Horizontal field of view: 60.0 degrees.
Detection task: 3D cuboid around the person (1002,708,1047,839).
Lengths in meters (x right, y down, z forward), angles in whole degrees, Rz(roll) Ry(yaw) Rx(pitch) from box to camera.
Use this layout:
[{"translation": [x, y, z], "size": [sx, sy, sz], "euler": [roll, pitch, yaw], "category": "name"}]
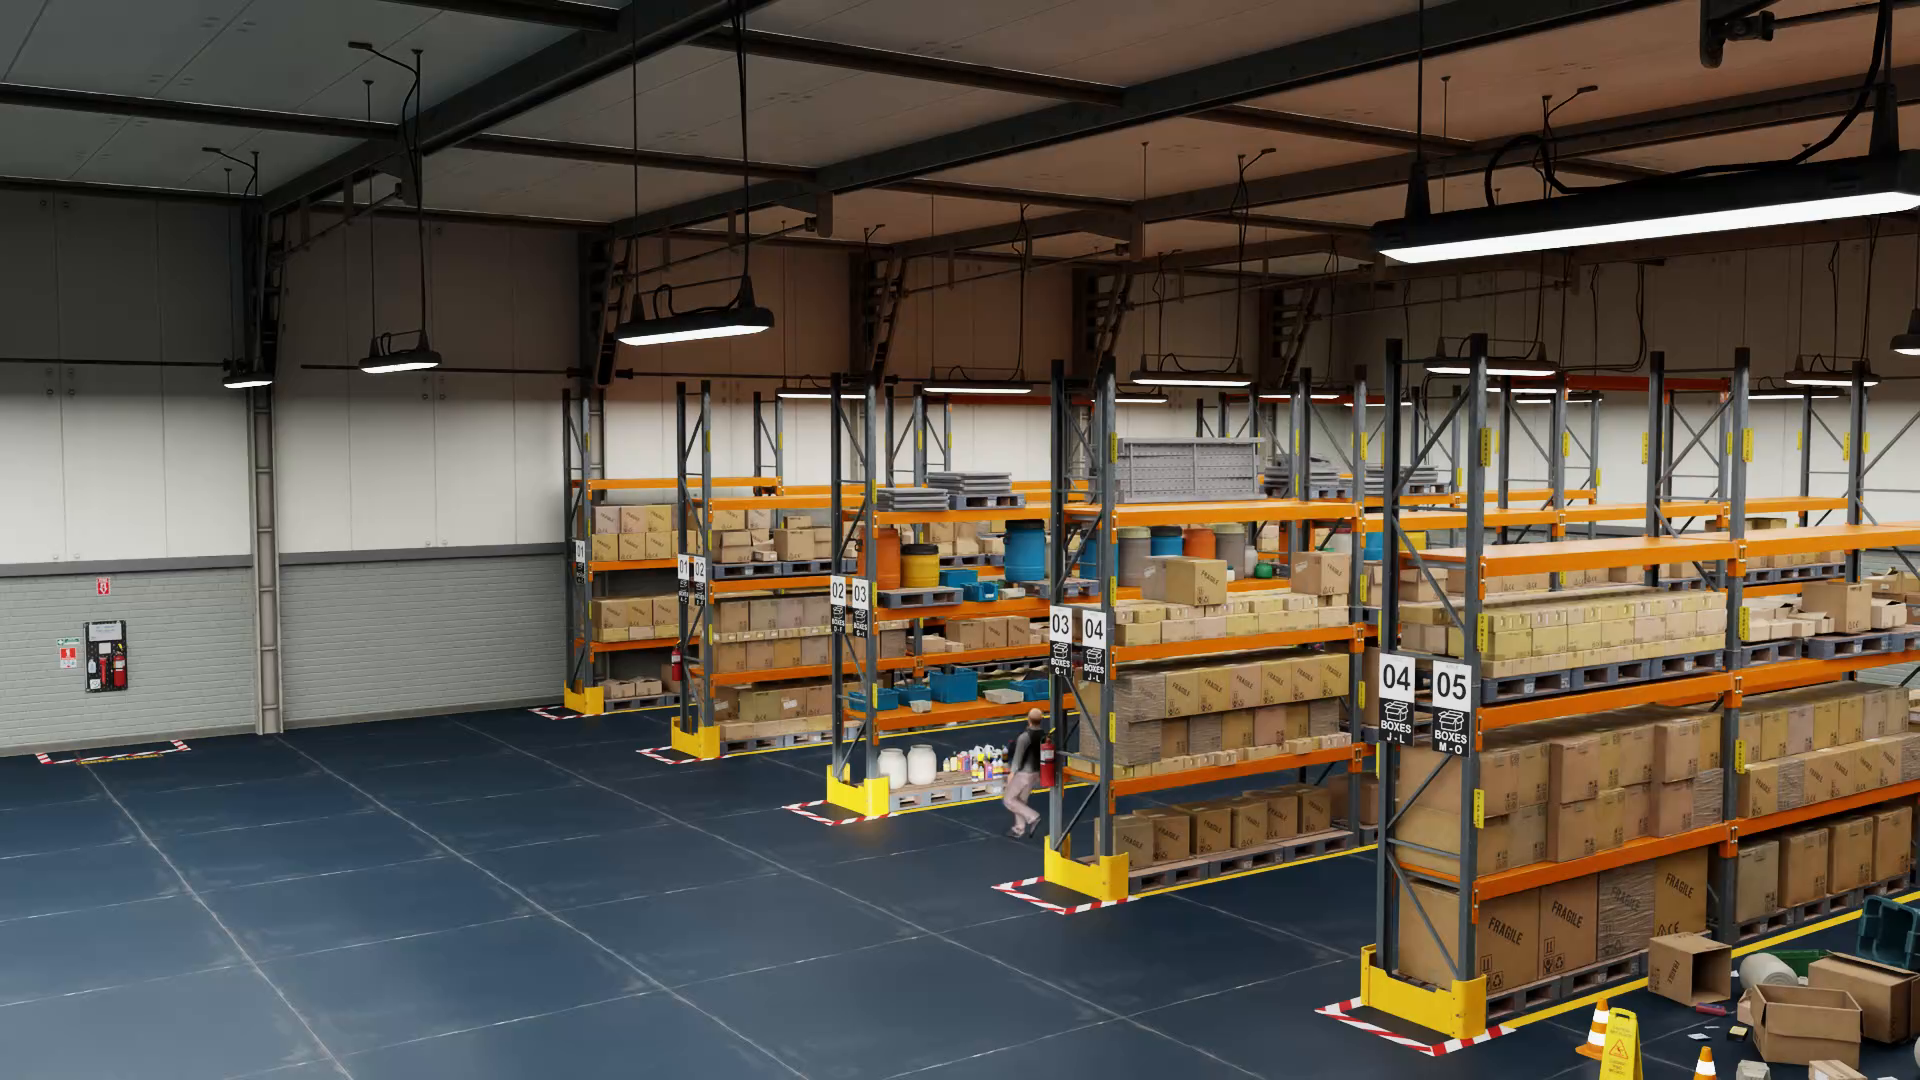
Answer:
[{"translation": [0.799, 2.967, 21.145], "size": [0.624, 1.698, 0.564], "euler": [2, 4, 24], "category": "person"}]
